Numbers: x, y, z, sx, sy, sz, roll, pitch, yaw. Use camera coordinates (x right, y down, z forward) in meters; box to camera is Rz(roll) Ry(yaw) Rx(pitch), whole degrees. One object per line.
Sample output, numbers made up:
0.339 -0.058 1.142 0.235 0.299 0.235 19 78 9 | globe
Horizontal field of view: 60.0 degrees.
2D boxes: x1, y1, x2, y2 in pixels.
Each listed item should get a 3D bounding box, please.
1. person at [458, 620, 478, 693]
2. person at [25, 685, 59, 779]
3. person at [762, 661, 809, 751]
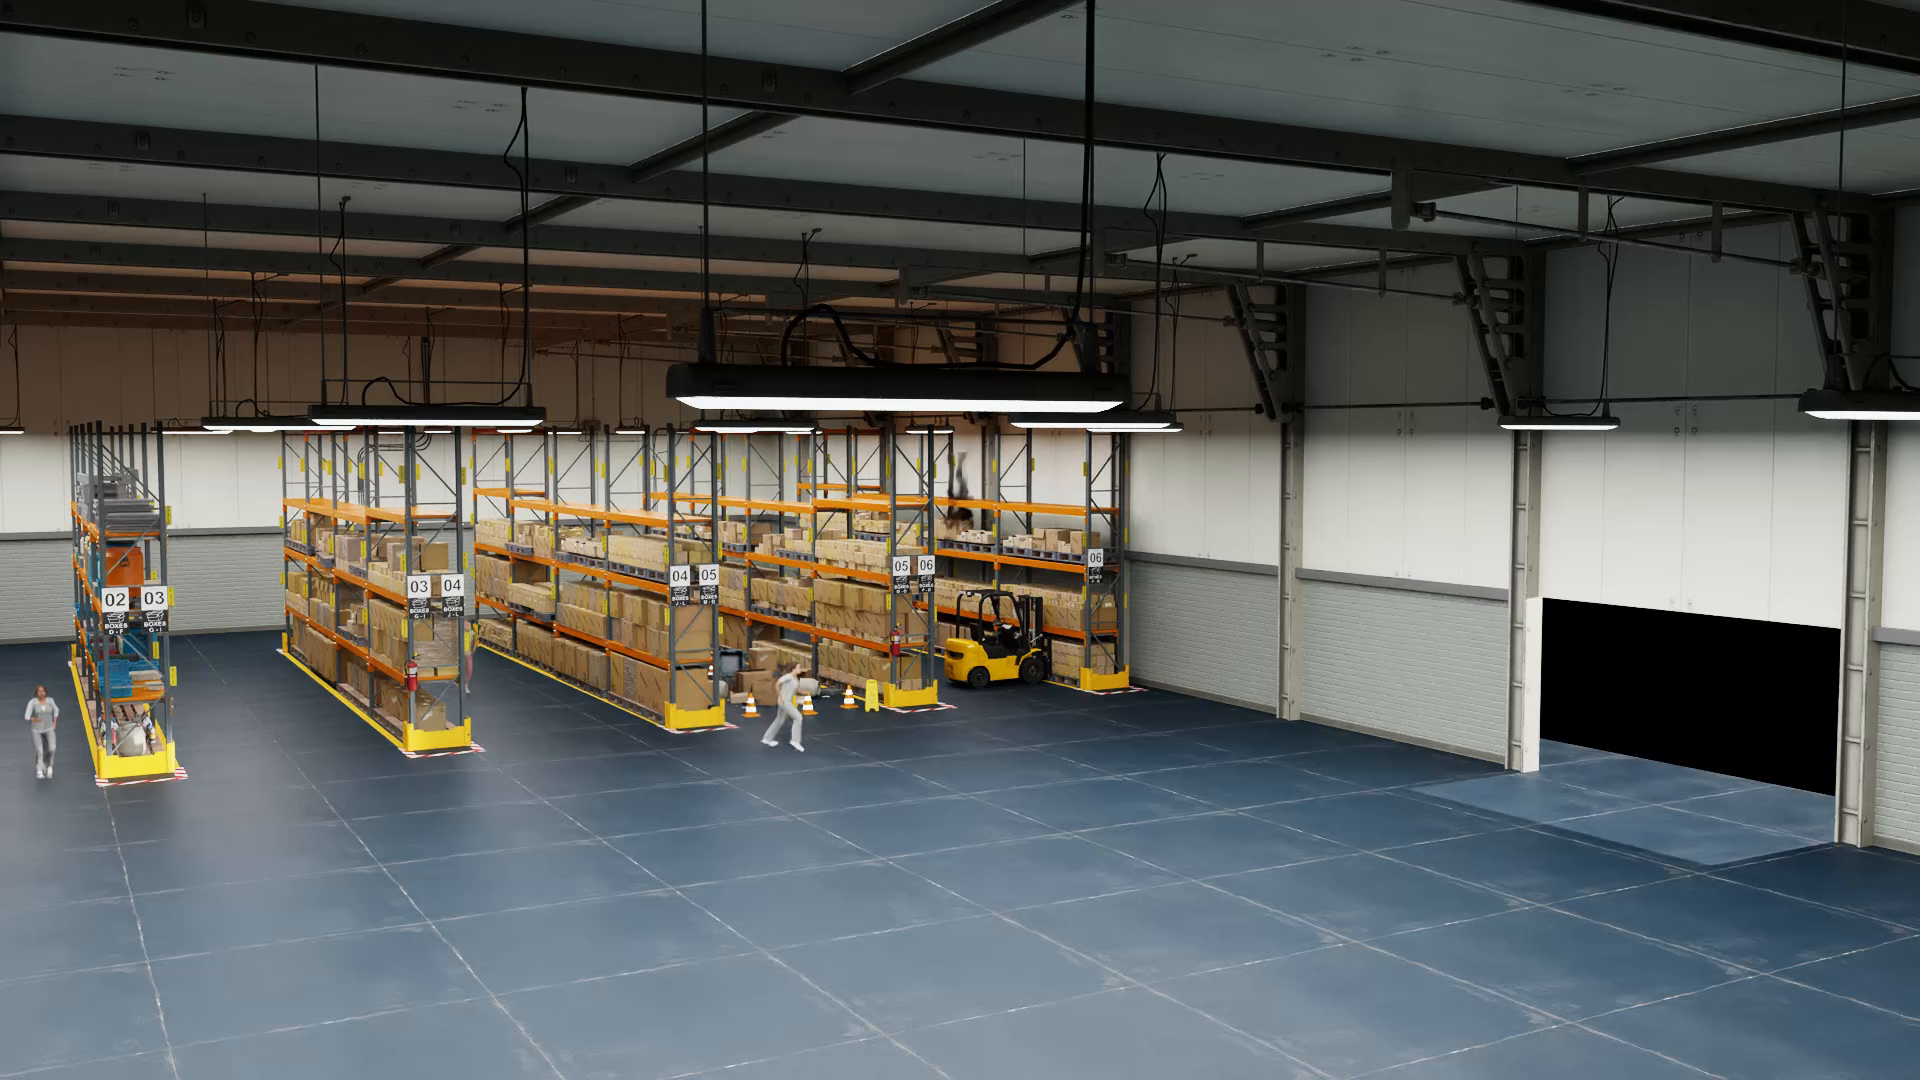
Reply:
-11.202 2.615 37.569 0.604 1.634 0.720 -2 4 -34 | person
-15.311 3.214 27.781 0.529 1.597 0.579 -3 4 -38 | person
-3.229 3.038 30.485 0.880 1.657 0.582 1 4 10 | person
